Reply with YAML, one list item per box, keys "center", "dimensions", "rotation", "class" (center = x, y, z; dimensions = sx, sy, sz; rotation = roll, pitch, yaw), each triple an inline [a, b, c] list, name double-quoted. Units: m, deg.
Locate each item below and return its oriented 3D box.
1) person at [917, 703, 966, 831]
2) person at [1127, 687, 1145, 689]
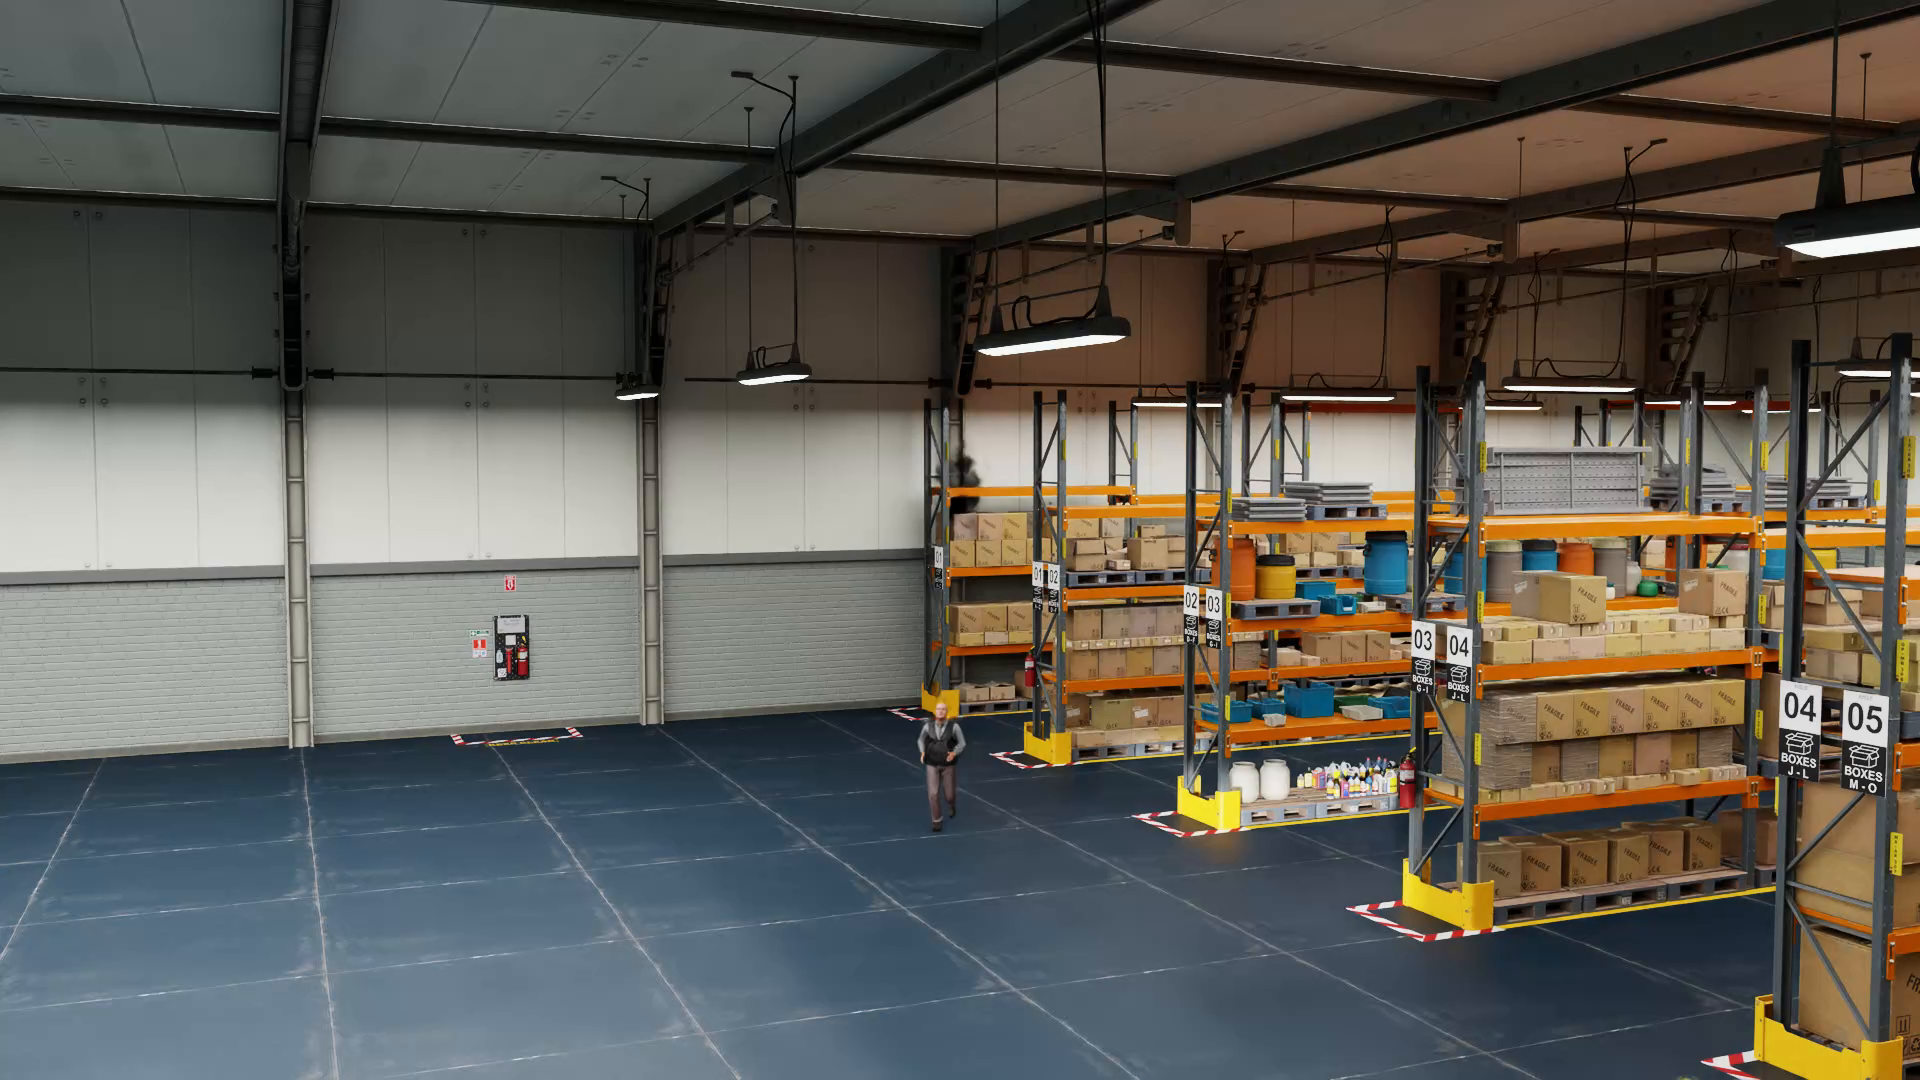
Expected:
- center: [-0.258, 3.014, 22.266]
  dimensions: [0.663, 1.678, 0.704]
  rotation: [0, 3, 6]
  class: "person"
- center: [3.119, 2.584, 29.750]
  dimensions: [0.552, 1.664, 0.561]
  rotation: [-2, 4, -26]
  class: "person"
